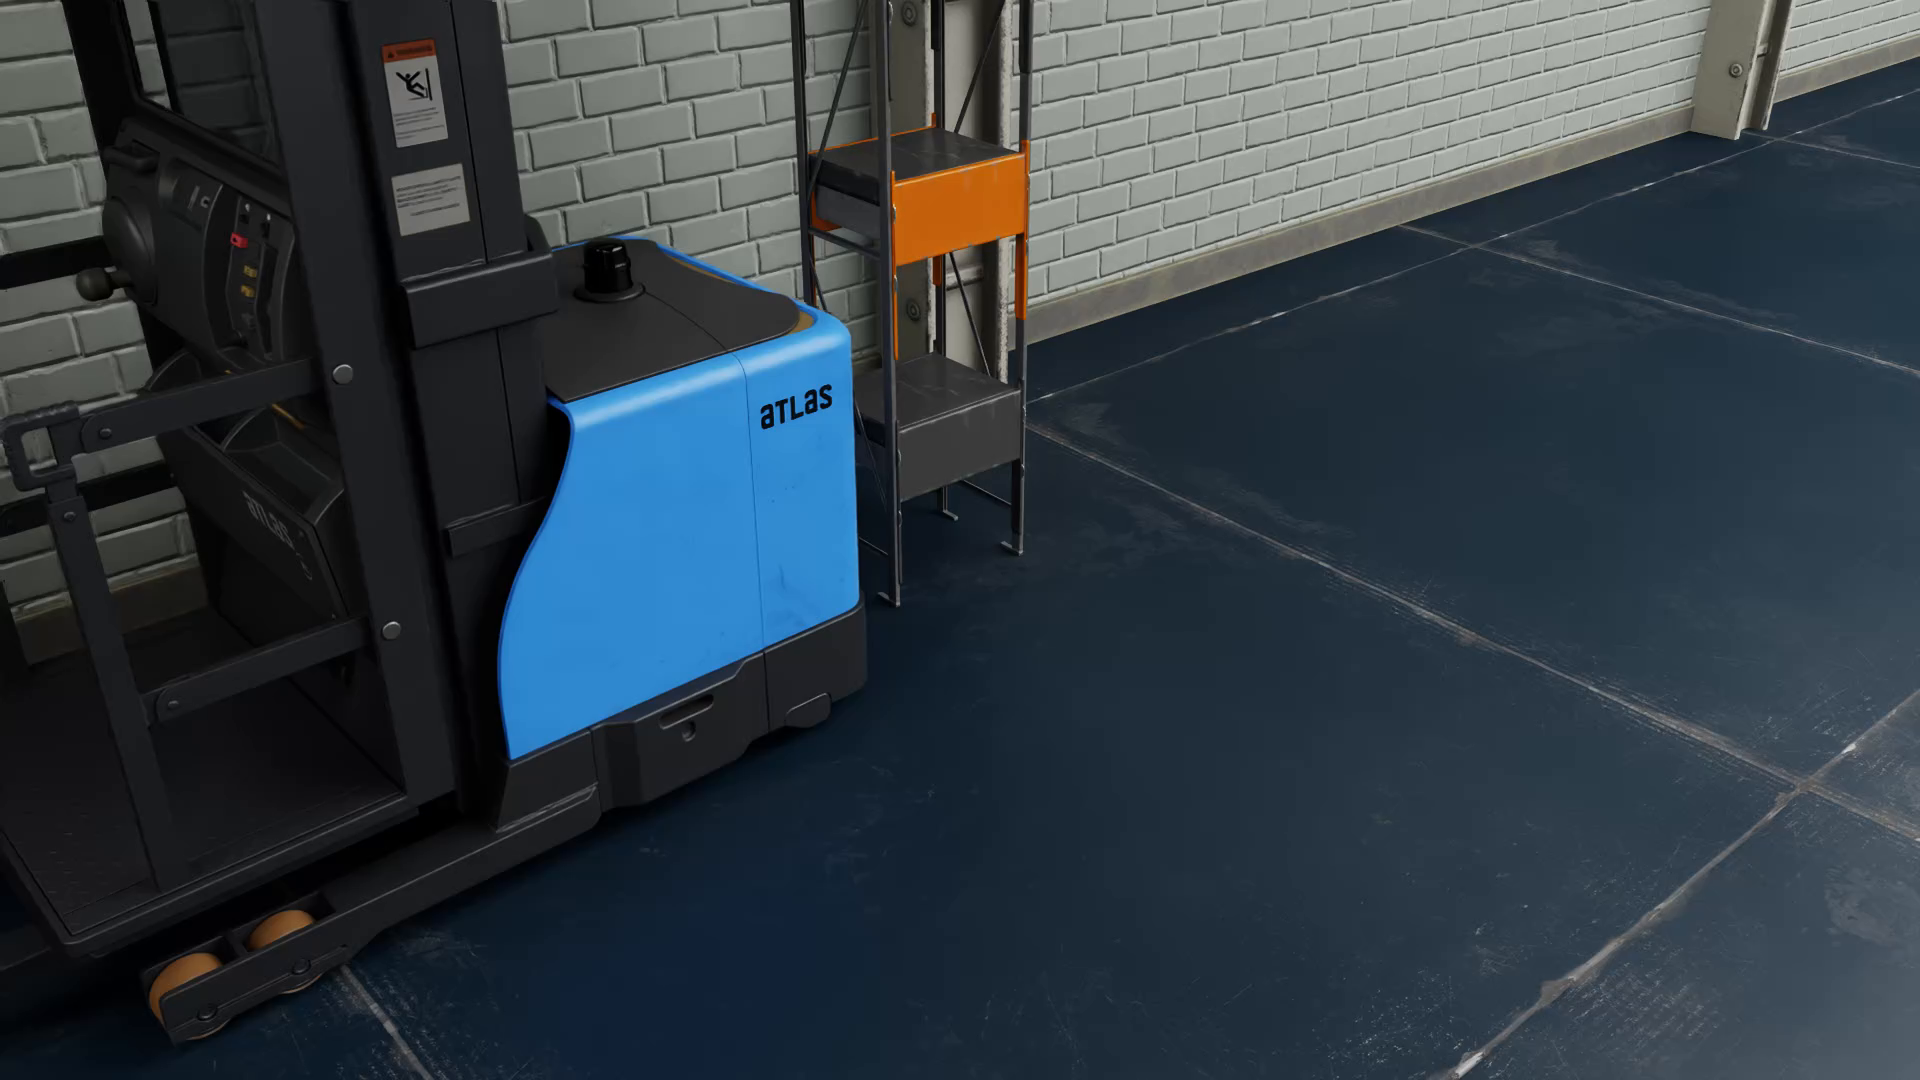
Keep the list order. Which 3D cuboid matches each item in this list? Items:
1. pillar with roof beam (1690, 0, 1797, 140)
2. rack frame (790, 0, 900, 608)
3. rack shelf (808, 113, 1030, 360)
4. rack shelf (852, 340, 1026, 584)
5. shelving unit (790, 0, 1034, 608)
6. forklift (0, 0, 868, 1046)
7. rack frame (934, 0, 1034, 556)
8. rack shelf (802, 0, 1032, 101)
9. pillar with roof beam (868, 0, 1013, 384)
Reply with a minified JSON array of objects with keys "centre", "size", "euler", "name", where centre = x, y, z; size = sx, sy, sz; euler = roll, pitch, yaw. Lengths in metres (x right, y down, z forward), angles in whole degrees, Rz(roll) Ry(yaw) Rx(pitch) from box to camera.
[{"centre":[7.293,-4.839,4.758],"size":[0.400,9.000,9.100],"euler":[-22,35,-35],"name":"pillar with roof beam"},{"centre":[-0.312,-0.801,4.521],"size":[0.015,2.100,0.400],"euler":[-22,35,-35],"name":"rack frame"},{"centre":[-0.126,-0.863,4.667],"size":[0.480,0.518,0.431],"euler":[-22,35,-35],"name":"rack shelf"},{"centre":[-0.126,-0.246,4.997],"size":[0.480,0.518,0.431],"euler":[-22,35,-35],"name":"rack shelf"},{"centre":[-0.126,-0.875,4.660],"size":[0.503,2.100,0.431],"euler":[-22,35,-35],"name":"shelving unit"},{"centre":[-1.672,-0.563,3.194],"size":[3.031,2.935,1.130],"euler":[-23,36,-37],"name":"forklift"},{"centre":[0.060,-0.950,4.800],"size":[0.015,2.100,0.400],"euler":[-22,35,-35],"name":"rack frame"},{"centre":[-0.126,-1.481,4.337],"size":[0.480,0.518,0.431],"euler":[-22,35,-35],"name":"rack shelf"},{"centre":[2.729,-3.004,1.324],"size":[0.400,9.000,9.100],"euler":[-22,35,-35],"name":"pillar with roof beam"}]
